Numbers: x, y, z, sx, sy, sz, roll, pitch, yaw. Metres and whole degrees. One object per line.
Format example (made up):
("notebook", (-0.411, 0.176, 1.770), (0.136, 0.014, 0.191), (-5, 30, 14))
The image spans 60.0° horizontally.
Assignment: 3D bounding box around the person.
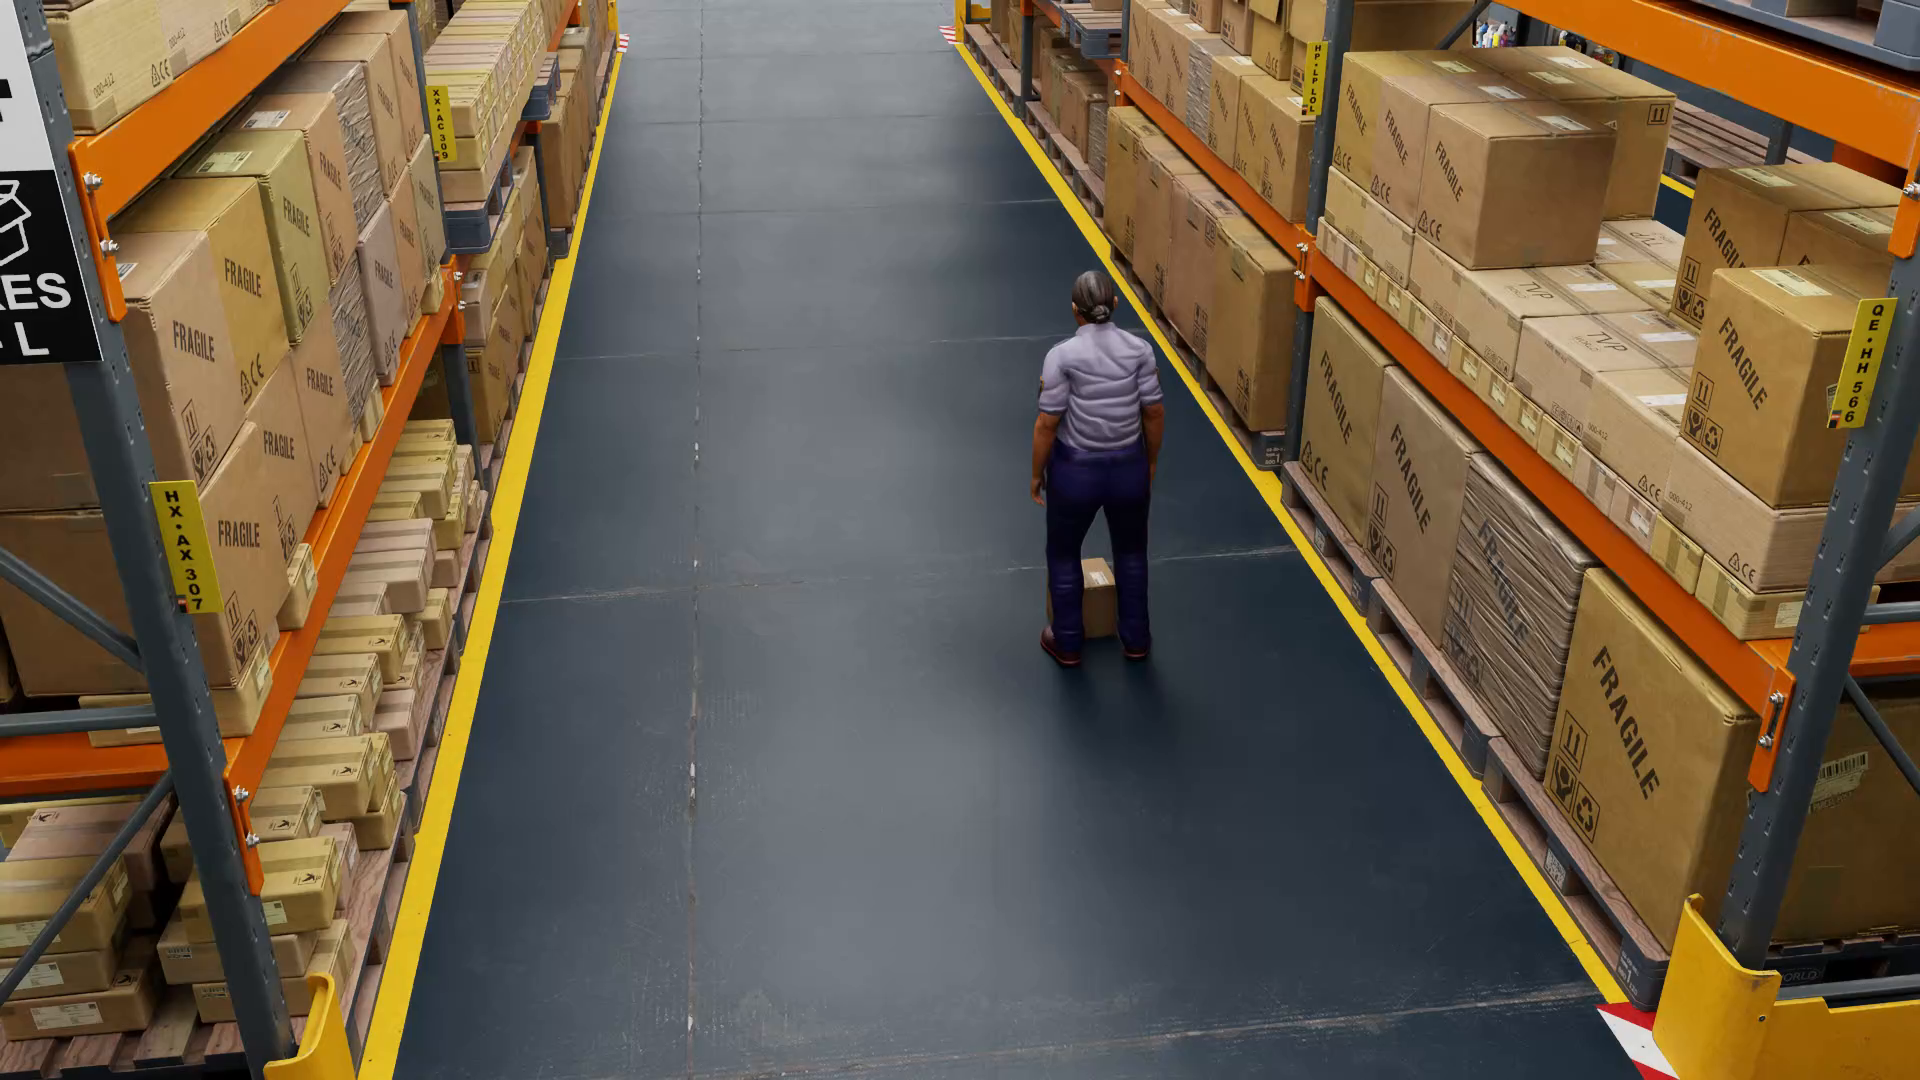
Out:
("person", (0.565, -0.260, 6.631), (0.537, 1.651, 0.374), (-4, 28, -7))
